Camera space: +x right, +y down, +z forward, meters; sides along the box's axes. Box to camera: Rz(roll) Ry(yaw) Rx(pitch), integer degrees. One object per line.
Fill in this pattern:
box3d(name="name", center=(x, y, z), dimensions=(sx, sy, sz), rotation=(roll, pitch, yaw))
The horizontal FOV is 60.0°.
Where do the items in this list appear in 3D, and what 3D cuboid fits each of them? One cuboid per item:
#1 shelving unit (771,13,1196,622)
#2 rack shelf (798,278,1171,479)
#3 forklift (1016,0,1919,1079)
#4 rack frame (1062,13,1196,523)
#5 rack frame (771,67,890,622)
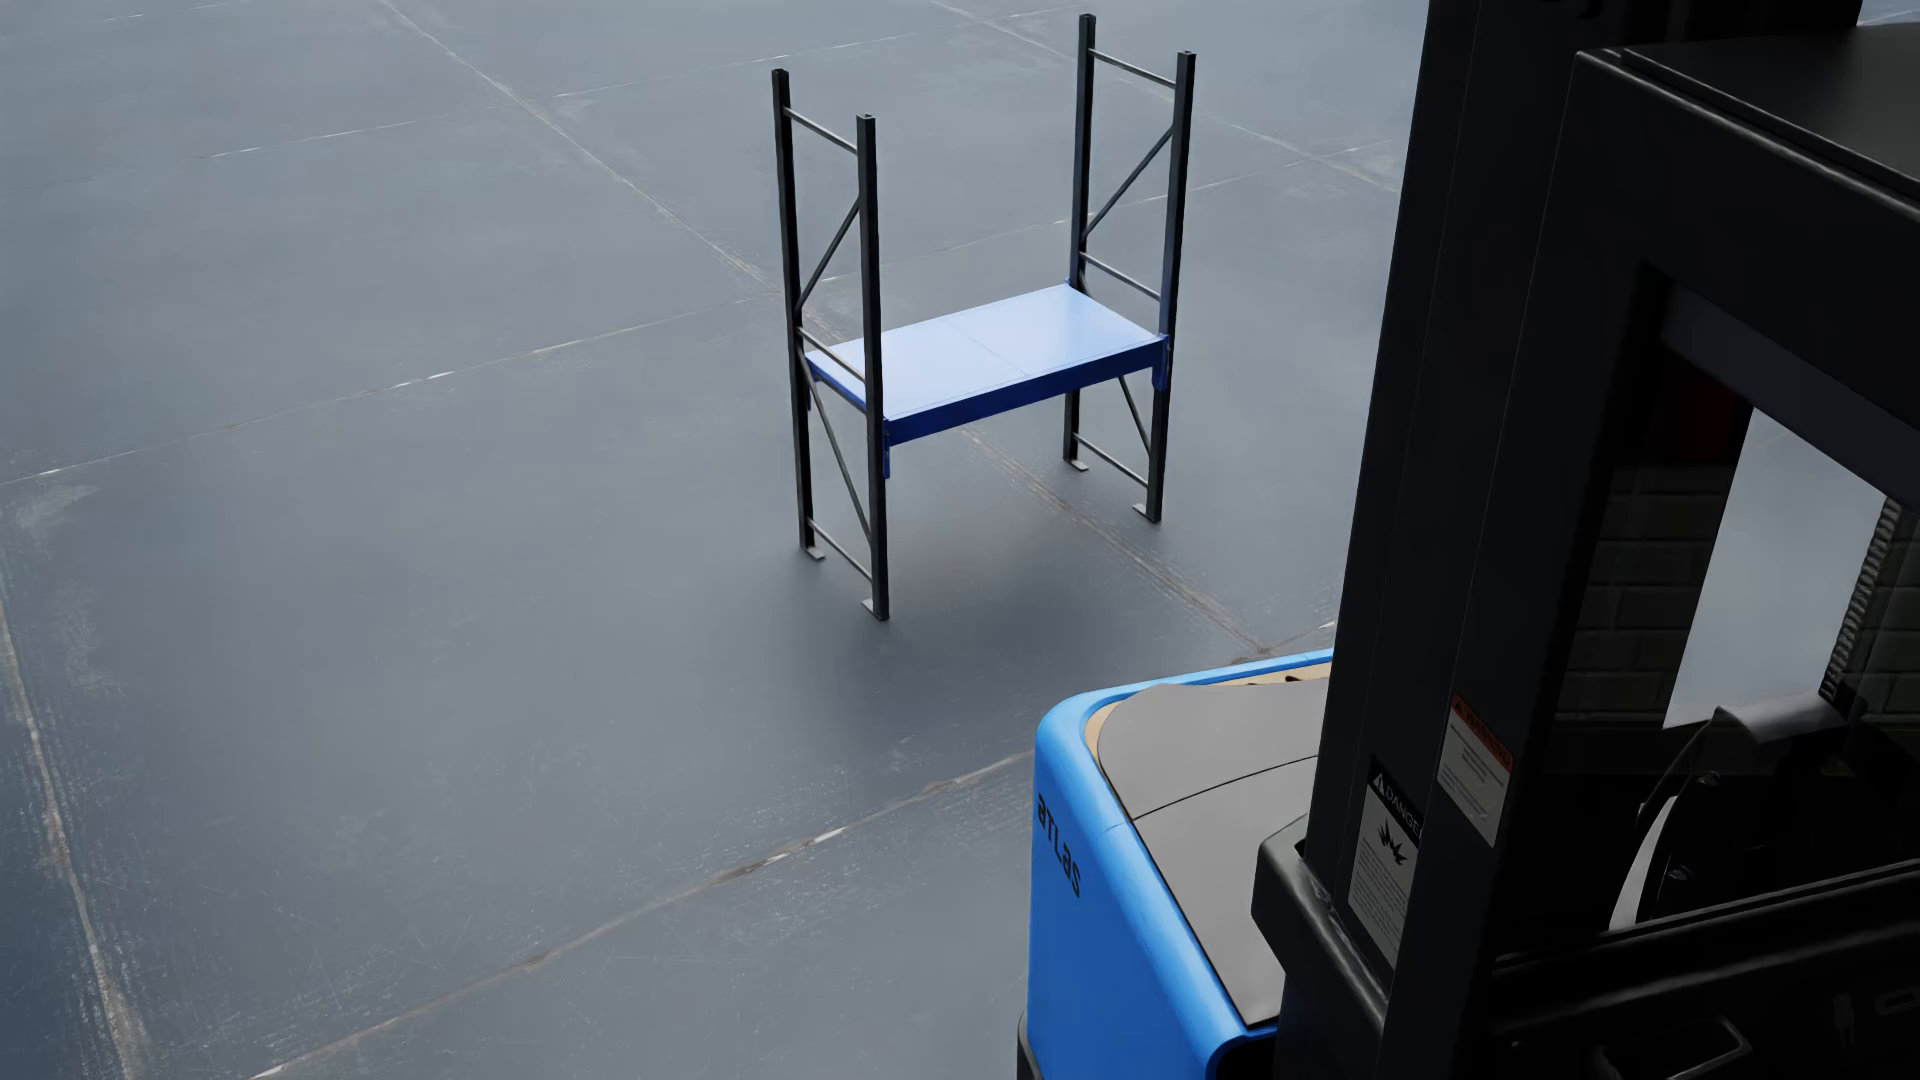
box3d(name="shelving unit", center=(0.072, -0.659, 4.889), dimensions=(1.048, 1.500, 0.538), rotation=(-19, 37, -27))
box3d(name="rack shelf", center=(0.072, -0.507, 4.985), dimensions=(1.000, 0.185, 0.538), rotation=(-19, 37, -27))
box3d(name="forklift", center=(1.011, 0.621, 1.519), dimensions=(1.130, 2.935, 3.031), rotation=(-9, 33, -14))
box3d(name="rack frame", center=(0.499, -0.806, 5.122), dimensions=(0.032, 1.500, 0.500), rotation=(-19, 37, -27))
box3d(name="rack frame", center=(-0.356, -0.512, 4.656), dimensions=(0.032, 1.500, 0.500), rotation=(-19, 37, -27))
